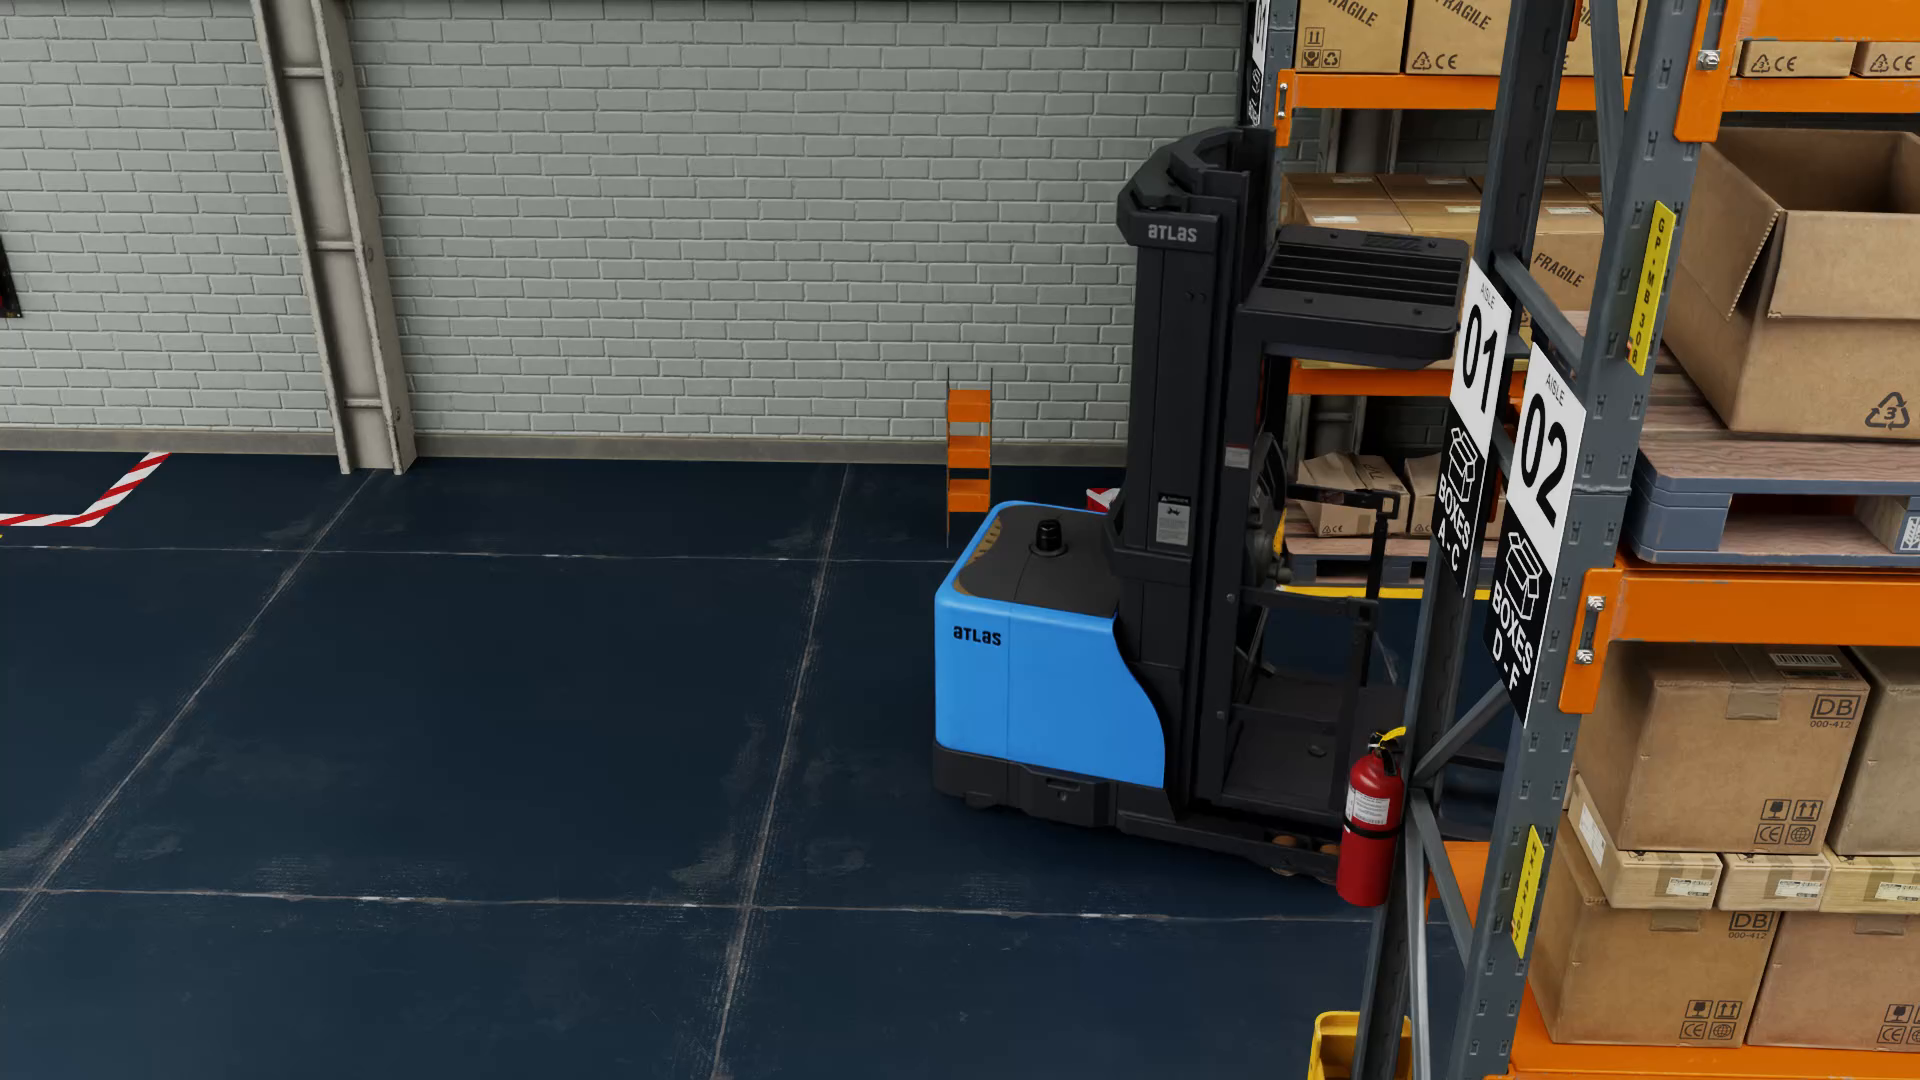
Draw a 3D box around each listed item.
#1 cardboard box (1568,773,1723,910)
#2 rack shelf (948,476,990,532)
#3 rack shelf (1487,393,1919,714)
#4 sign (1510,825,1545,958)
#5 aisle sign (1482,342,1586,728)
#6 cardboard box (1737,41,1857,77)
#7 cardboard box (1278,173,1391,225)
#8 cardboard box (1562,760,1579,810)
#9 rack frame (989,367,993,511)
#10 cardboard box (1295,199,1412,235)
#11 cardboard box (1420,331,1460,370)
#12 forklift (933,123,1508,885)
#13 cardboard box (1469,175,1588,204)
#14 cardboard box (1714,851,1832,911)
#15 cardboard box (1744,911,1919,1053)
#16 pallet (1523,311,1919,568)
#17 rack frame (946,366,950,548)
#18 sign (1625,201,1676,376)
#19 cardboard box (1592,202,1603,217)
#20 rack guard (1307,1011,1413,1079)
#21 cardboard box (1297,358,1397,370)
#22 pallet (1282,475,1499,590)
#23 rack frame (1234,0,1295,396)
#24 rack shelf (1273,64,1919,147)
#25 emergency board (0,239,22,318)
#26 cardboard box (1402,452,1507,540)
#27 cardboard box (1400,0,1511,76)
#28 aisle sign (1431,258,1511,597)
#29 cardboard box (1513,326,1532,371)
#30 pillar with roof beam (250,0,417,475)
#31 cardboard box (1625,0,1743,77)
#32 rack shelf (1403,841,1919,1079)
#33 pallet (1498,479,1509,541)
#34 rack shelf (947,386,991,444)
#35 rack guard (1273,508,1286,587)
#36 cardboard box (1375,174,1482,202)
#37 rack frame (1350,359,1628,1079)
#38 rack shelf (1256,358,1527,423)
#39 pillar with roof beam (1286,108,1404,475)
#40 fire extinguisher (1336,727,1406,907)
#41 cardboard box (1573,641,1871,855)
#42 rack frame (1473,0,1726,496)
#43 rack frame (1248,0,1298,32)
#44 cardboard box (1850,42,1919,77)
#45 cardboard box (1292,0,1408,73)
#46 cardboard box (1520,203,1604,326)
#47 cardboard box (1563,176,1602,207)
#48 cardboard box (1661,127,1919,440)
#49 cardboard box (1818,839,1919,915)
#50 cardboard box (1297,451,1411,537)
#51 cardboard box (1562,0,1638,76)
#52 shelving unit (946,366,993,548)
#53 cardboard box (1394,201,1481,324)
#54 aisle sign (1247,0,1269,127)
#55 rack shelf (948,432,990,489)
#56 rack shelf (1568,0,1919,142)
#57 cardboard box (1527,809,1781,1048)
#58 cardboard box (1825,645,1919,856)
[{"bbox_3d":[1.759,0.773,4.290,0.250,0.149,0.380,1,28,1],"label":"cardboard box"},{"bbox_3d":[0.053,-0.208,9.638,0.240,0.259,0.215,1,28,2],"label":"rack shelf"},{"bbox_3d":[3.373,0.022,4.071,4.000,0.370,1.077,1,28,2],"label":"rack shelf"},{"bbox_3d":[1.349,0.839,3.956,0.005,0.325,0.100,1,28,2],"label":"sign"},{"bbox_3d":[1.298,-0.010,3.790,0.004,0.787,0.394,1,28,2],"label":"aisle sign"},{"bbox_3d":[3.969,-2.533,7.995,0.500,0.500,0.500,0,28,0],"label":"cardboard box"},{"bbox_3d":[2.024,-1.688,9.069,0.500,0.500,0.500,1,28,1],"label":"cardboard box"},{"bbox_3d":[1.763,0.583,4.648,0.250,0.149,0.380,0,28,1],"label":"cardboard box"},{"bbox_3d":[0.175,-0.461,9.499,0.008,1.050,0.200,1,28,2],"label":"rack frame"},{"bbox_3d":[2.012,-1.448,8.616,0.500,0.500,0.500,1,28,2],"label":"cardboard box"},{"bbox_3d":[2.541,-1.106,8.773,0.500,0.250,0.500,0,28,0],"label":"cardboard box"},{"bbox_3d":[1.453,-0.122,6.852,3.031,2.935,1.130,9,29,16],"label":"forklift"},{"bbox_3d":[3.043,-1.668,9.033,0.500,0.500,0.500,0,28,0],"label":"cardboard box"},{"bbox_3d":[2.023,0.776,4.284,0.250,0.149,0.380,0,28,0],"label":"cardboard box"},{"bbox_3d":[2.365,0.973,4.606,0.500,0.500,0.700,2,28,3],"label":"cardboard box"},{"bbox_3d":[2.080,-0.266,3.941,1.213,0.211,1.003,1,28,2],"label":"pallet"},{"bbox_3d":[-0.068,-0.465,9.506,0.008,1.050,0.200,1,28,2],"label":"rack frame"},{"bbox_3d":[1.349,-0.490,3.252,0.005,0.325,0.100,1,28,2],"label":"sign"},{"bbox_3d":[3.538,-1.420,8.565,0.500,0.500,0.500,2,28,3],"label":"cardboard box"},{"bbox_3d":[1.350,2.101,5.254,0.348,0.500,1.175,1,28,2],"label":"rack guard"},{"bbox_3d":[2.022,-1.108,8.776,0.500,0.250,0.500,0,28,0],"label":"cardboard box"},{"bbox_3d":[2.432,-0.059,9.636,1.213,0.211,1.003,1,28,2],"label":"pallet"},{"bbox_3d":[1.545,-1.322,9.042,0.127,3.000,1.000,1,28,2],"label":"rack frame"},{"bbox_3d":[3.544,-2.297,8.445,4.000,0.370,1.077,1,28,2],"label":"rack shelf"},{"bbox_3d":[-6.189,-1.873,10.081,0.643,1.169,0.194,1,28,2],"label":"emergency board"},{"bbox_3d":[2.803,-0.266,9.449,0.500,0.311,0.500,3,28,6],"label":"cardboard box"},{"bbox_3d":[2.406,-2.552,8.031,0.500,0.500,0.500,3,28,5],"label":"cardboard box"},{"bbox_3d":[1.319,-0.291,4.320,0.004,0.787,0.394,1,28,2],"label":"aisle sign"},{"bbox_3d":[3.050,-1.095,8.752,0.500,0.250,0.500,1,28,1],"label":"cardboard box"},{"bbox_3d":[-3.873,-2.450,4.764,0.400,9.000,9.100,1,28,2],"label":"pillar with roof beam"},{"bbox_3d":[3.461,-2.547,8.021,0.500,0.500,0.500,3,28,5],"label":"cardboard box"},{"bbox_3d":[3.373,1.347,4.774,4.000,0.370,1.077,1,28,2],"label":"rack shelf"},{"bbox_3d":[3.648,-0.037,9.595,1.213,0.211,1.003,1,28,2],"label":"pallet"},{"bbox_3d":[0.053,-0.704,9.374,0.240,0.259,0.215,1,28,2],"label":"rack shelf"},{"bbox_3d":[1.621,-0.217,9.625,0.348,0.500,1.175,1,28,2],"label":"rack guard"},{"bbox_3d":[2.527,-1.675,9.045,0.500,0.500,0.500,1,28,2],"label":"cardboard box"},{"bbox_3d":[1.374,0.997,4.667,0.127,3.000,1.000,1,28,2],"label":"rack frame"},{"bbox_3d":[3.544,-0.971,9.148,4.000,0.370,1.077,1,28,2],"label":"rack shelf"},{"bbox_3d":[2.123,-2.351,4.577,0.400,9.000,9.100,1,28,2],"label":"pillar with roof beam"},{"bbox_3d":[1.272,0.811,5.099,0.183,0.674,0.296,1,28,2],"label":"fire extinguisher"},{"bbox_3d":[1.893,0.394,4.313,0.500,0.500,0.700,1,28,2],"label":"cardboard box"},{"bbox_3d":[1.374,-1.654,3.262,0.127,3.000,1.000,1,28,2],"label":"rack frame"},{"bbox_3d":[1.545,-3.973,7.636,0.127,3.000,1.000,1,28,2],"label":"rack frame"},{"bbox_3d":[4.524,-2.541,8.011,0.500,0.500,0.500,-1,28,-3],"label":"cardboard box"},{"bbox_3d":[1.871,-2.578,8.080,0.500,0.500,0.500,2,28,3],"label":"cardboard box"},{"bbox_3d":[3.021,-1.423,8.570,0.500,0.500,0.500,0,28,0],"label":"cardboard box"},{"bbox_3d":[3.547,-1.660,9.017,0.500,0.500,0.500,1,28,2],"label":"cardboard box"},{"bbox_3d":[1.948,-0.610,3.788,0.637,0.503,0.797,3,28,5],"label":"cardboard box"},{"bbox_3d":[2.272,0.781,4.275,0.250,0.149,0.380,1,28,2],"label":"cardboard box"},{"bbox_3d":[2.234,-0.275,9.467,0.500,0.311,0.500,-2,28,-4],"label":"cardboard box"},{"bbox_3d":[2.925,-2.546,8.019,0.500,0.500,0.500,2,28,4],"label":"cardboard box"},{"bbox_3d":[0.053,-0.463,9.502,0.252,1.050,0.215,1,28,2],"label":"shelving unit"},{"bbox_3d":[2.505,-1.435,8.592,0.500,0.500,0.500,1,28,2],"label":"cardboard box"},{"bbox_3d":[1.463,-2.332,8.170,0.004,0.787,0.394,1,28,2],"label":"aisle sign"},{"bbox_3d":[0.053,-0.454,9.507,0.240,0.259,0.215,1,28,2],"label":"rack shelf"},{"bbox_3d":[3.373,-1.126,3.462,4.000,0.370,1.077,1,28,2],"label":"rack shelf"},{"bbox_3d":[1.840,0.966,4.618,0.500,0.500,0.700,1,28,2],"label":"cardboard box"},{"bbox_3d":[2.419,0.400,4.301,0.500,0.500,0.700,0,28,0],"label":"cardboard box"}]
